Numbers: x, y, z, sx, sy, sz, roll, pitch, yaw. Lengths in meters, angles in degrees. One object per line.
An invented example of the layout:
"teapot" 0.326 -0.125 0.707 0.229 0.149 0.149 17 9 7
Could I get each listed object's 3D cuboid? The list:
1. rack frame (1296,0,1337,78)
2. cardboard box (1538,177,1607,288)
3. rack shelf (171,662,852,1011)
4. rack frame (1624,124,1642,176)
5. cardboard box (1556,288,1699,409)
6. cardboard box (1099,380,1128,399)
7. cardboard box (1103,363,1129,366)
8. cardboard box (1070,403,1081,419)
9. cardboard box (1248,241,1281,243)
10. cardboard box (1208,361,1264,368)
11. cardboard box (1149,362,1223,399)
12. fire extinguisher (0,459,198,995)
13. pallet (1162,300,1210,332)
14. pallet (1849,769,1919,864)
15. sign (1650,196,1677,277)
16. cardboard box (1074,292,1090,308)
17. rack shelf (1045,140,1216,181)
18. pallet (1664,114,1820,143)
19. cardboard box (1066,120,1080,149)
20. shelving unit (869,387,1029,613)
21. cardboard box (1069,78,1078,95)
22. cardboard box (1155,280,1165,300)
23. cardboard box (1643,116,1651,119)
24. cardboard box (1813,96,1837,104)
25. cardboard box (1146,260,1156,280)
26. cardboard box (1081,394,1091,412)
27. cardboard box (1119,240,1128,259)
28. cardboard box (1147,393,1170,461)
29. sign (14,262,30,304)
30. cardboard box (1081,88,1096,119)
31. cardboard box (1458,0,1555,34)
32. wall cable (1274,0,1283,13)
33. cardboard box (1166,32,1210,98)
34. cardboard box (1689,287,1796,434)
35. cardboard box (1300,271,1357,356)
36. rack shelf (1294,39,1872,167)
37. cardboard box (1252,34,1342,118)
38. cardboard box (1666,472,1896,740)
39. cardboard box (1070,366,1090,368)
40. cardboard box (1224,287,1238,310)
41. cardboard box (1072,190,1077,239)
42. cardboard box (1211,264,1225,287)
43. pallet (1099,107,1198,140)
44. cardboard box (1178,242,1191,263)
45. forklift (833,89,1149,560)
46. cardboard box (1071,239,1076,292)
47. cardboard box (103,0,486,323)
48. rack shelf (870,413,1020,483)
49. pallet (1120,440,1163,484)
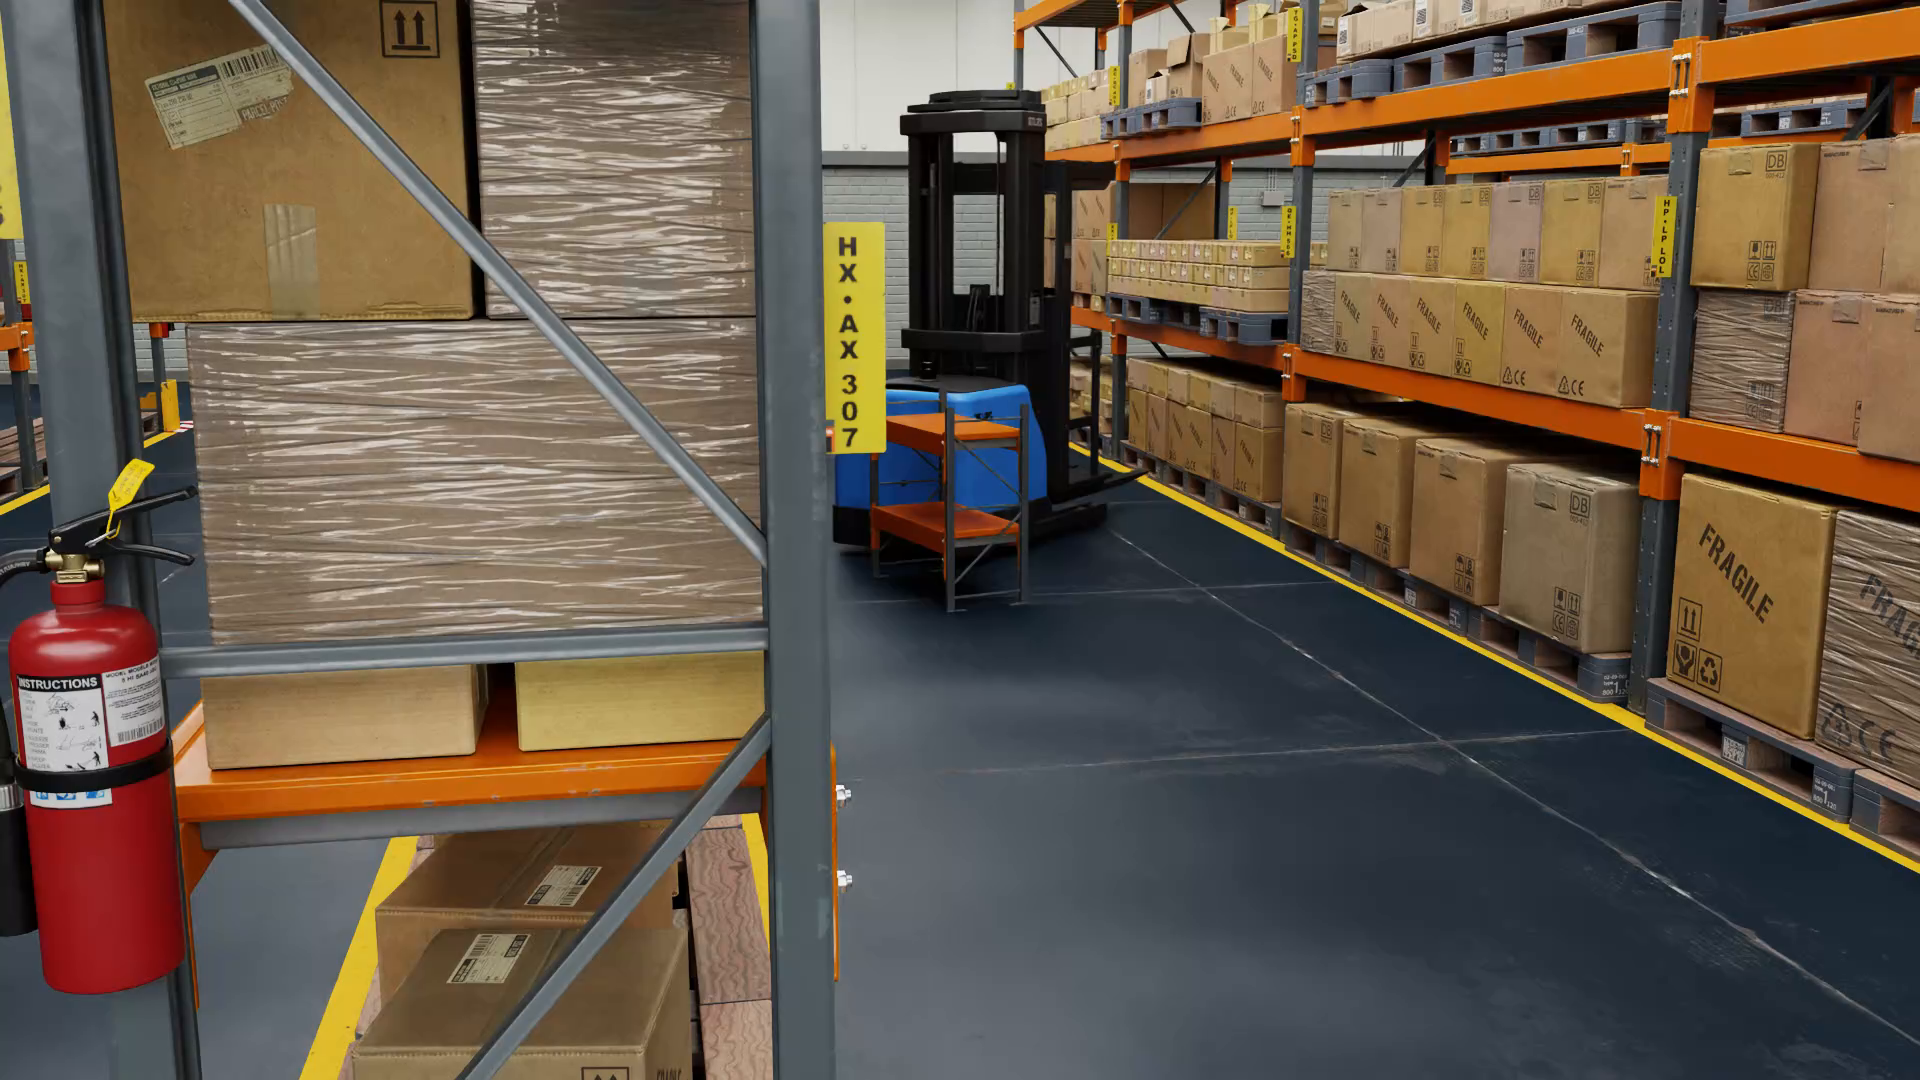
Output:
"rack frame" 2.641 -4.416 10.329 1.000 3.000 0.127 -2 11 -11
"cardboard box" 3.215 -1.460 7.905 0.700 0.500 0.500 -2 11 -12
"rack shelf" -1.077 0.147 4.325 1.077 0.370 4.000 -2 11 -11
"rack frame" 6.699 -2.401 15.787 1.000 3.000 0.127 -2 11 -11
"cardboard box" 3.056 -0.870 7.477 0.500 0.500 0.500 -2 11 -11
"cardboard box" 1.450 -1.401 15.447 0.380 0.149 0.250 -2 11 -10
"cardboard box" 1.699 -1.758 17.320 0.380 0.149 0.250 -2 11 -9
"cardboard box" 1.251 -1.257 16.281 0.380 0.149 0.250 -2 11 -11
"cardboard box" 2.439 -2.222 12.808 0.380 0.149 0.250 -2 11 -12
"cardboard box" 2.343 -1.327 13.701 0.500 0.250 0.500 -2 11 -8
"cardboard box" 1.854 -1.306 13.593 0.500 0.250 0.500 -2 11 -9
"fire extinguisher" -1.117 0.236 2.139 0.296 0.674 0.183 -2 11 -11
"pallet" 2.216 -1.736 12.807 1.003 0.211 1.213 -2 11 -11
"pallet" 3.731 1.002 5.370 1.003 0.211 1.213 -2 11 -11
"sign" 2.889 -1.243 6.821 0.100 0.325 0.005 -2 11 -11
"cardboard box" 1.320 -2.314 16.003 0.380 0.149 0.250 -3 11 -13
"rack shelf" 1.474 -3.689 16.458 1.077 0.370 4.000 -2 11 -11
"pallet" 6.926 -3.614 14.650 0.805 0.209 1.217 -3 11 -13
"cardboard box" 1.318 -3.867 15.871 0.500 0.250 0.500 -2 11 -12
"shelving unit" -0.079 -0.261 9.561 0.538 1.125 1.048 -5 12 -26
"cardboard box" 1.257 -4.327 15.884 0.380 0.149 0.250 -2 11 -11
"cardboard box" 1.748 -1.957 13.003 0.380 0.149 0.250 -2 11 -12
"cardboard box" 6.791 -4.294 16.056 0.500 0.500 0.500 -2 11 -10
"cardboard box" 6.866 -3.521 12.886 0.396 0.266 0.258 -2 11 -12
"cardboard box" 1.697 -2.150 13.225 0.380 0.149 0.250 -2 11 -9
"cardboard box" 1.356 -1.298 15.699 0.380 0.149 0.250 -3 11 -13
"cardboard box" 1.549 -2.437 13.937 0.380 0.149 0.250 -2 11 -9
"cardboard box" 1.851 -0.938 13.666 0.500 0.500 0.500 -2 11 -8
"sign" -7.340 -2.016 13.025 0.100 0.325 0.005 -2 11 -11
"cardboard box" 1.434 -4.019 15.331 0.500 0.250 0.500 -3 11 -13
"cardboard box" 2.863 -2.734 8.361 0.500 0.311 0.500 -3 11 -13
"wall cable" 4.538 -7.114 24.508 0.463 3.000 0.029 -2 11 -11
"cardboard box" 2.035 -3.645 12.901 0.797 0.503 0.637 -2 11 -12
"cardboard box" 3.503 -0.741 6.668 0.875 0.550 0.550 -2 11 -11
"cardboard box" 2.464 -1.425 10.396 0.500 0.500 0.500 -2 11 -10
"rack shelf" 3.030 -2.222 8.749 1.077 0.370 4.000 -2 11 -11
"cardboard box" 2.281 -3.087 11.101 0.500 0.500 0.500 -2 11 -11
"cardboard box" 3.473 0.220 6.575 0.875 0.875 0.875 -2 11 -10
"cardboard box" 1.129 -1.685 16.936 0.380 0.149 0.250 -2 11 -10
"cardboard box" 2.048 -1.671 11.501 0.380 0.149 0.250 -2 11 -11
"cardboard box" 1.315 -3.154 16.008 0.500 0.500 0.500 -2 11 -10
"cardboard box" 1.991 -1.869 11.745 0.380 0.149 0.250 -2 11 -10
"pallet" 1.879 -3.466 13.866 1.213 0.211 1.003 -2 11 -11
"cardboard box" 1.847 -2.154 12.449 0.380 0.149 0.250 -2 11 -8
"forklift" 0.382 -1.548 11.488 1.130 2.935 3.031 7 13 31
"cardboard box" 1.297 -2.662 16.099 0.500 0.500 0.500 -2 11 -11
"cardboard box" -1.037 -0.618 2.682 0.500 0.500 0.500 -2 11 -11
"rack shelf" -0.079 -0.549 9.507 0.538 0.278 1.000 -5 12 -26
"pallet" 2.016 -0.690 14.255 1.003 0.211 1.213 -2 11 -11
